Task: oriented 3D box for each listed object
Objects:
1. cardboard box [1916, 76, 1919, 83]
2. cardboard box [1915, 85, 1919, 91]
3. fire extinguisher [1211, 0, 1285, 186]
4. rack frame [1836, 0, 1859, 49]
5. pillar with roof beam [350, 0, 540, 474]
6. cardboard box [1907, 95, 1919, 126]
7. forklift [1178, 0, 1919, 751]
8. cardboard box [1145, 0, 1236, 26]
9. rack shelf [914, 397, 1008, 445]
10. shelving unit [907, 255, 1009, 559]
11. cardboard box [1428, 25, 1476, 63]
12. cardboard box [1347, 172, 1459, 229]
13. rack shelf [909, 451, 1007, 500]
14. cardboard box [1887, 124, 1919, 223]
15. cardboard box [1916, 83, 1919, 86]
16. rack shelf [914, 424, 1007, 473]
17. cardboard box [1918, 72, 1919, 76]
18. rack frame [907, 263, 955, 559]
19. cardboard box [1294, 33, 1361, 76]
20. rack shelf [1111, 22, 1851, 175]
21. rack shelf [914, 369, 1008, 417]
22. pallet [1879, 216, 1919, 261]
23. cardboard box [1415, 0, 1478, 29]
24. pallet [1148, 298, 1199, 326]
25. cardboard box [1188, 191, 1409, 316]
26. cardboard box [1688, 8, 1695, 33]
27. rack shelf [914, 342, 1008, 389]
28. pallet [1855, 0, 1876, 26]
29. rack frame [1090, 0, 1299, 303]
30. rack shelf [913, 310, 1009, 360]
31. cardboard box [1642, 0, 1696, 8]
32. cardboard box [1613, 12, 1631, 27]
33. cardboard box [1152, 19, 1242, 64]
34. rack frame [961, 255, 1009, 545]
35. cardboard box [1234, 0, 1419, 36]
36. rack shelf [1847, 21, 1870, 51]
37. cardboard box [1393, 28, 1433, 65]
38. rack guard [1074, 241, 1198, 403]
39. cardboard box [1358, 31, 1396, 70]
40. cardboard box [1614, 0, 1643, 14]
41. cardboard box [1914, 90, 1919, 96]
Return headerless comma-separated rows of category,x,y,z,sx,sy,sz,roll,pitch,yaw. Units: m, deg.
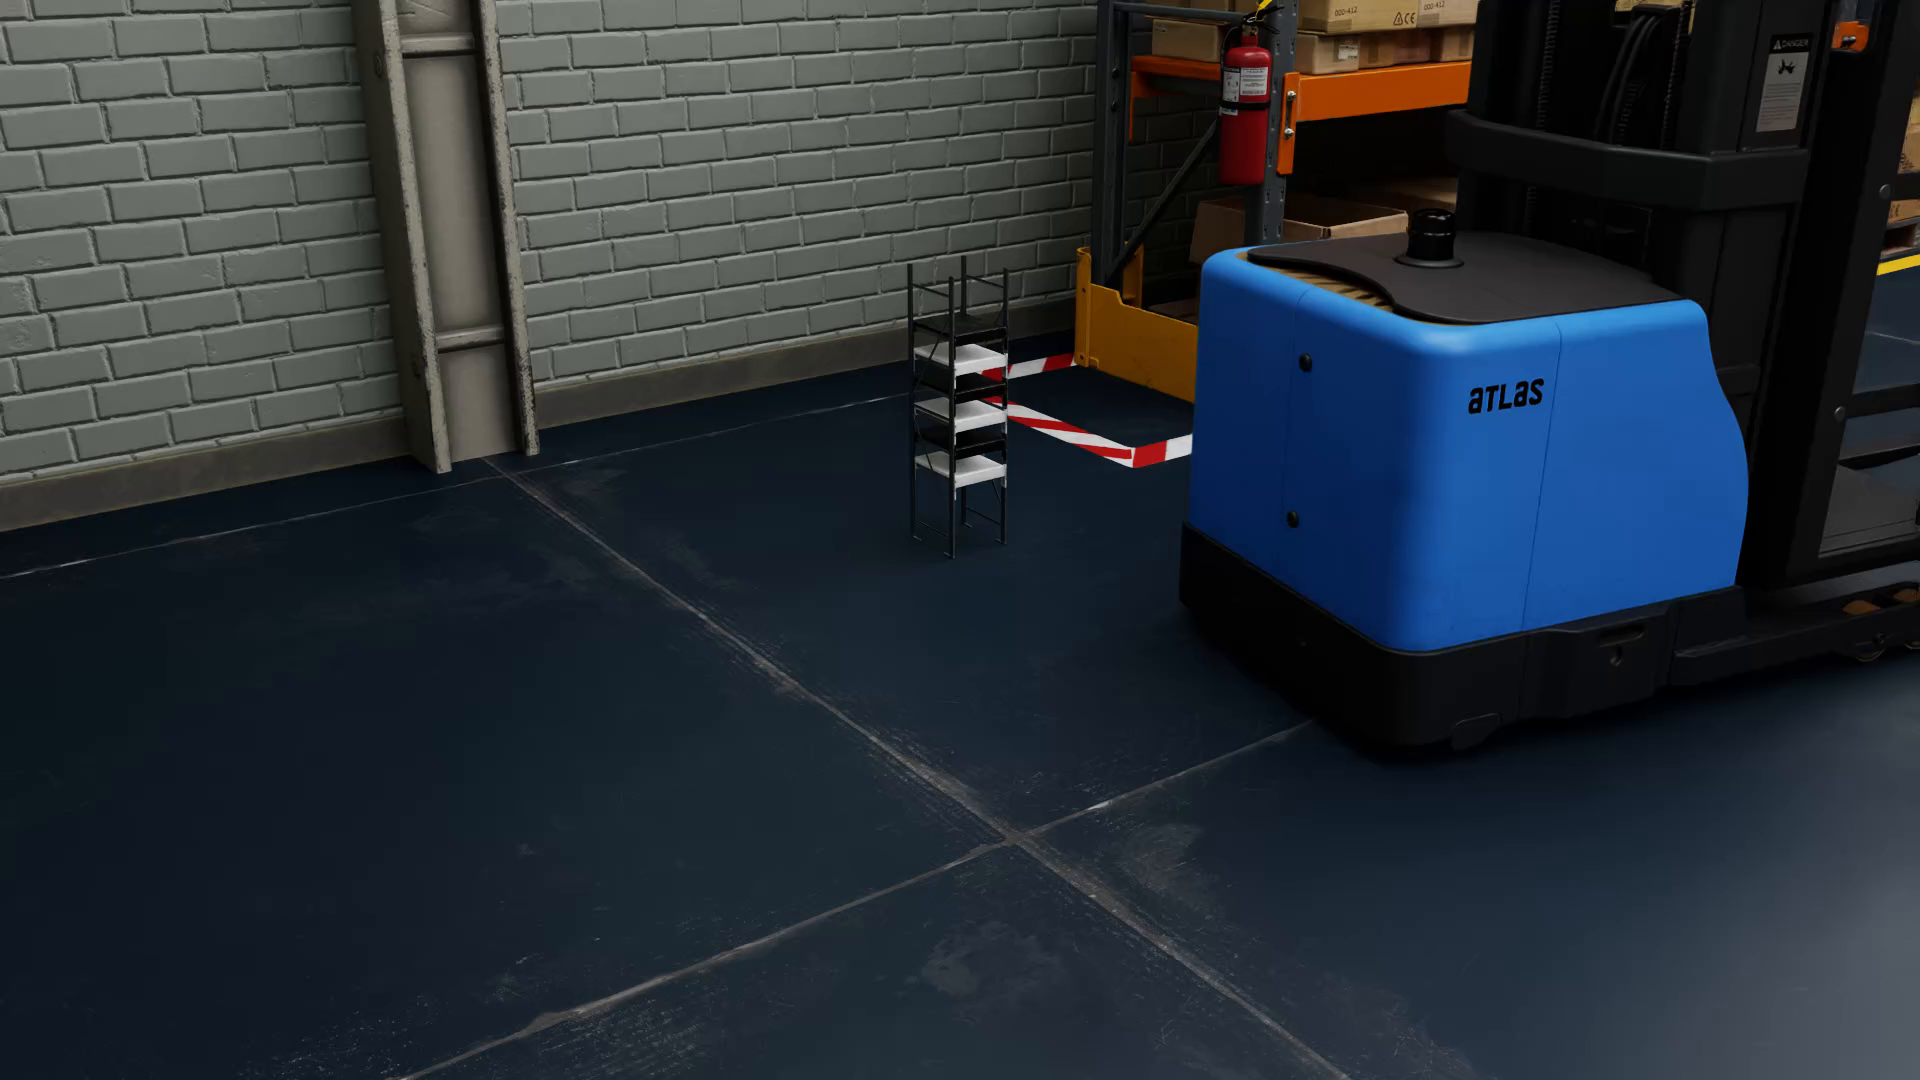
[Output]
cardboard box,5.770,-2.785,10.258,0.250,0.149,0.380,-15,26,-33
cardboard box,5.616,-2.533,9.628,0.250,0.149,0.380,-14,26,-31
fire extinguisher,1.050,-1.653,6.099,0.183,0.674,0.296,-15,26,-33
rack frame,4.146,-2.899,8.613,0.127,3.000,1.000,-15,26,-33
pillar with roof beam,0.699,-3.212,1.303,0.400,9.000,9.100,-15,26,-33
cardboard box,5.189,-2.437,9.388,0.250,0.149,0.380,-15,26,-34
forklift,2.192,-1.196,4.438,3.031,2.935,1.130,-9,24,-22
cardboard box,1.118,-2.281,6.866,0.500,0.250,0.500,-14,26,-31
rack shelf,-0.007,-0.385,5.238,0.200,0.077,0.258,-15,26,-33
shelving unit,-0.007,-0.416,5.225,0.210,0.900,0.258,-15,26,-33
cardboard box,1.940,-2.077,6.894,0.250,0.149,0.380,-14,26,-31
cardboard box,2.168,-1.344,7.523,0.500,0.500,0.700,-14,26,-31
rack shelf,-0.007,-0.218,5.304,0.200,0.077,0.258,-15,26,-33
cardboard box,5.097,-2.088,9.388,0.500,0.500,0.500,-15,26,-34
cardboard box,5.818,-2.600,9.796,0.250,0.149,0.380,-15,26,-33
rack shelf,-0.007,-0.302,5.271,0.200,0.077,0.258,-15,26,-33
cardboard box,5.943,-2.851,10.425,0.250,0.149,0.380,-16,27,-34
rack frame,-0.089,-0.394,5.170,0.006,0.900,0.240,-15,26,-33
cardboard box,1.326,-1.905,6.461,0.250,0.149,0.380,-15,26,-33
rack shelf,2.523,-2.132,7.662,4.000,0.370,1.077,-15,26,-33
rack shelf,-0.007,-0.469,5.204,0.200,0.077,0.258,-15,26,-33
pallet,4.785,-1.791,9.600,1.213,0.211,1.003,-15,26,-33
cardboard box,1.834,-2.228,6.733,0.500,0.250,0.500,-15,26,-32
pallet,1.608,-0.927,7.435,1.213,0.211,1.003,-15,26,-33
cardboard box,1.451,-1.172,7.089,0.637,0.503,0.797,-16,27,-35
cardboard box,3.220,-2.398,7.698,0.250,0.149,0.380,-15,26,-34
rack shelf,-0.007,-0.552,5.171,0.200,0.077,0.258,-15,26,-33
pallet,4.859,-2.950,9.000,1.213,0.211,1.003,-15,26,-33
rack frame,0.899,-2.033,6.443,0.127,3.000,1.000,-15,26,-33
rack shelf,-0.007,-0.636,5.137,0.200,0.077,0.258,-15,26,-33
cardboard box,3.065,-2.567,7.582,0.500,0.250,0.500,-15,26,-33
cardboard box,2.772,-2.308,7.473,0.250,0.149,0.380,-15,26,-33
cardboard box,1.012,-2.069,6.872,0.250,0.149,0.380,-15,26,-33
rack frame,0.076,-0.438,5.280,0.006,0.900,0.240,-15,26,-33
cardboard box,1.425,-2.118,6.459,0.500,0.250,0.500,-15,26,-33
rack shelf,5.770,-2.997,9.831,4.000,0.370,1.077,-15,26,-33
cardboard box,1.699,-2.041,6.803,0.250,0.149,0.380,-15,26,-34
rack guard,0.961,-0.888,6.948,0.348,0.500,1.175,-15,26,-33
cardboard box,1.506,-1.974,6.634,0.250,0.149,0.380,-14,26,-32
cardboard box,2.646,-2.455,7.304,0.500,0.250,0.500,-16,27,-34
cardboard box,5.414,-2.480,9.495,0.250,0.149,0.380,-15,26,-33
